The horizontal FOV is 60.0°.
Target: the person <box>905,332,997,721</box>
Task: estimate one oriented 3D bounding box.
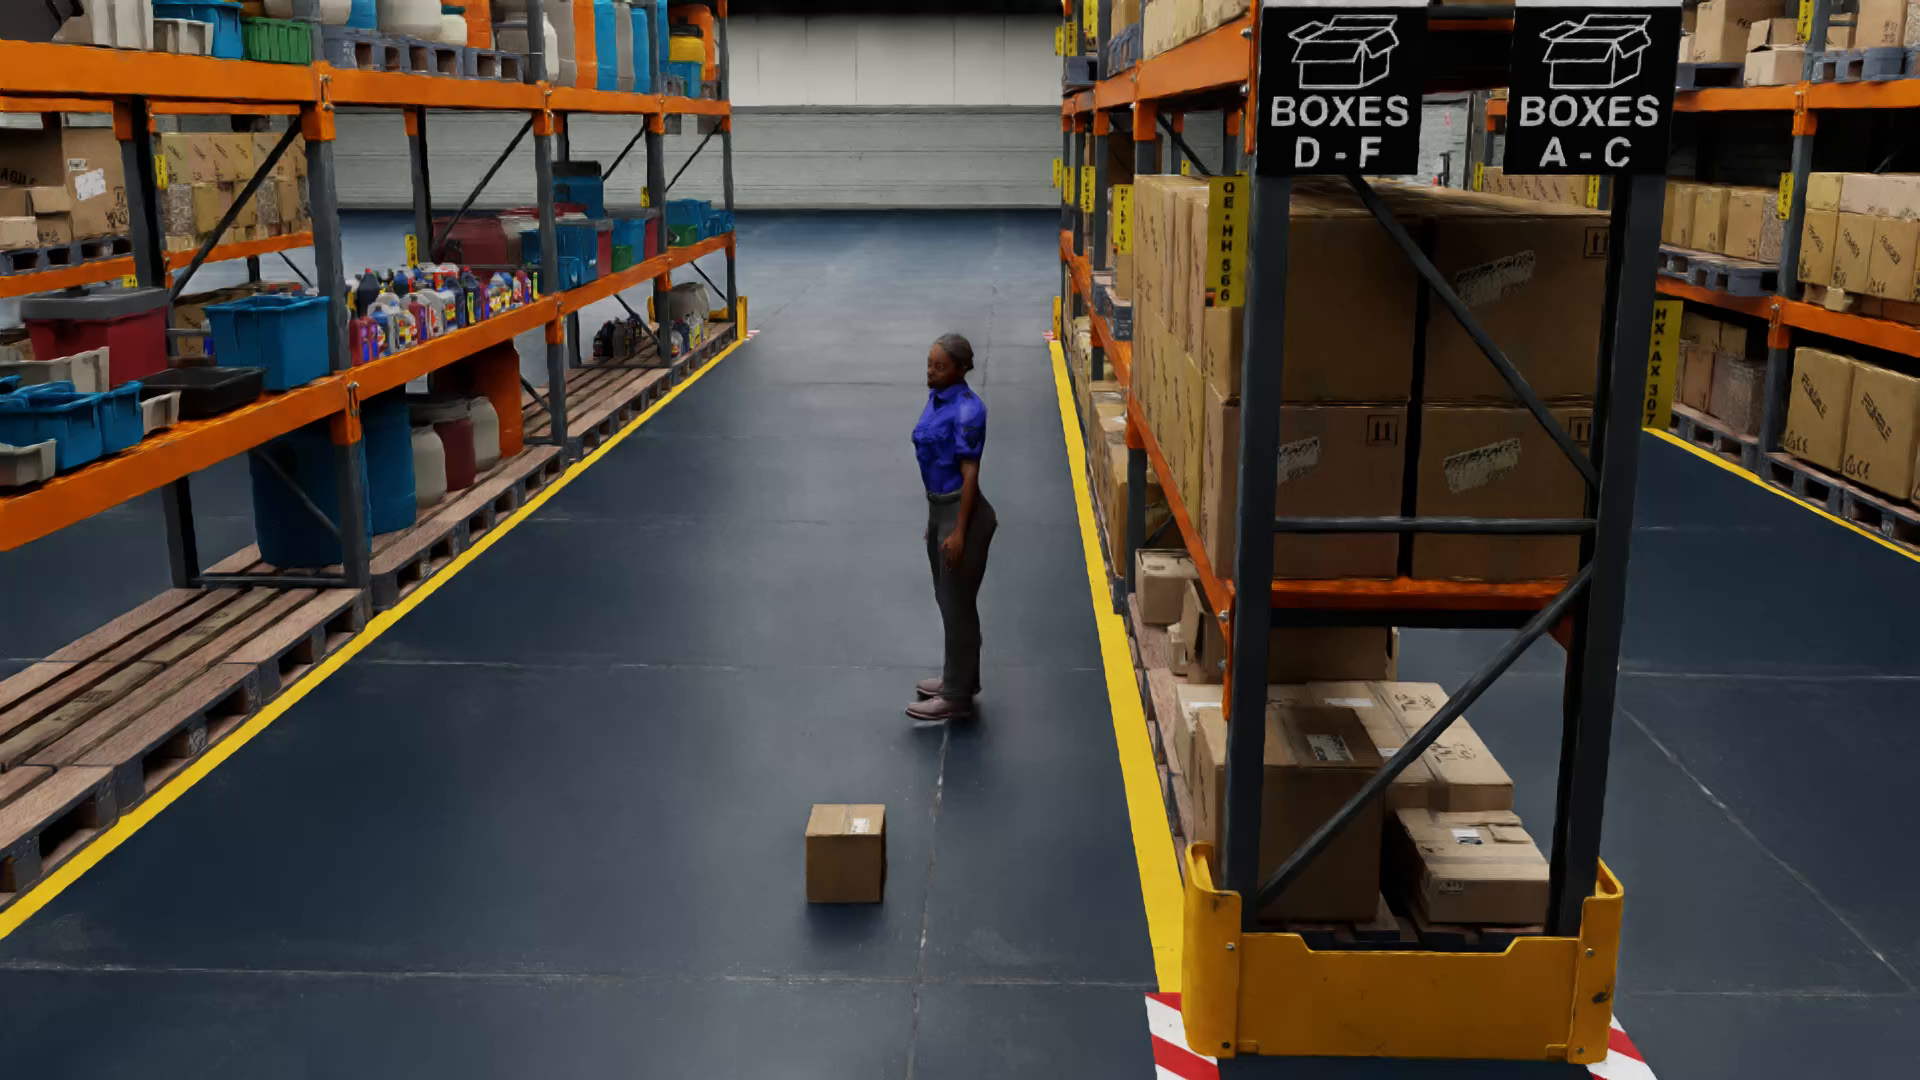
[{"bbox_3d":[-0.075,-0.063,7.159,0.437,1.666,0.535,-5,15,-20],"label":"person"}]
